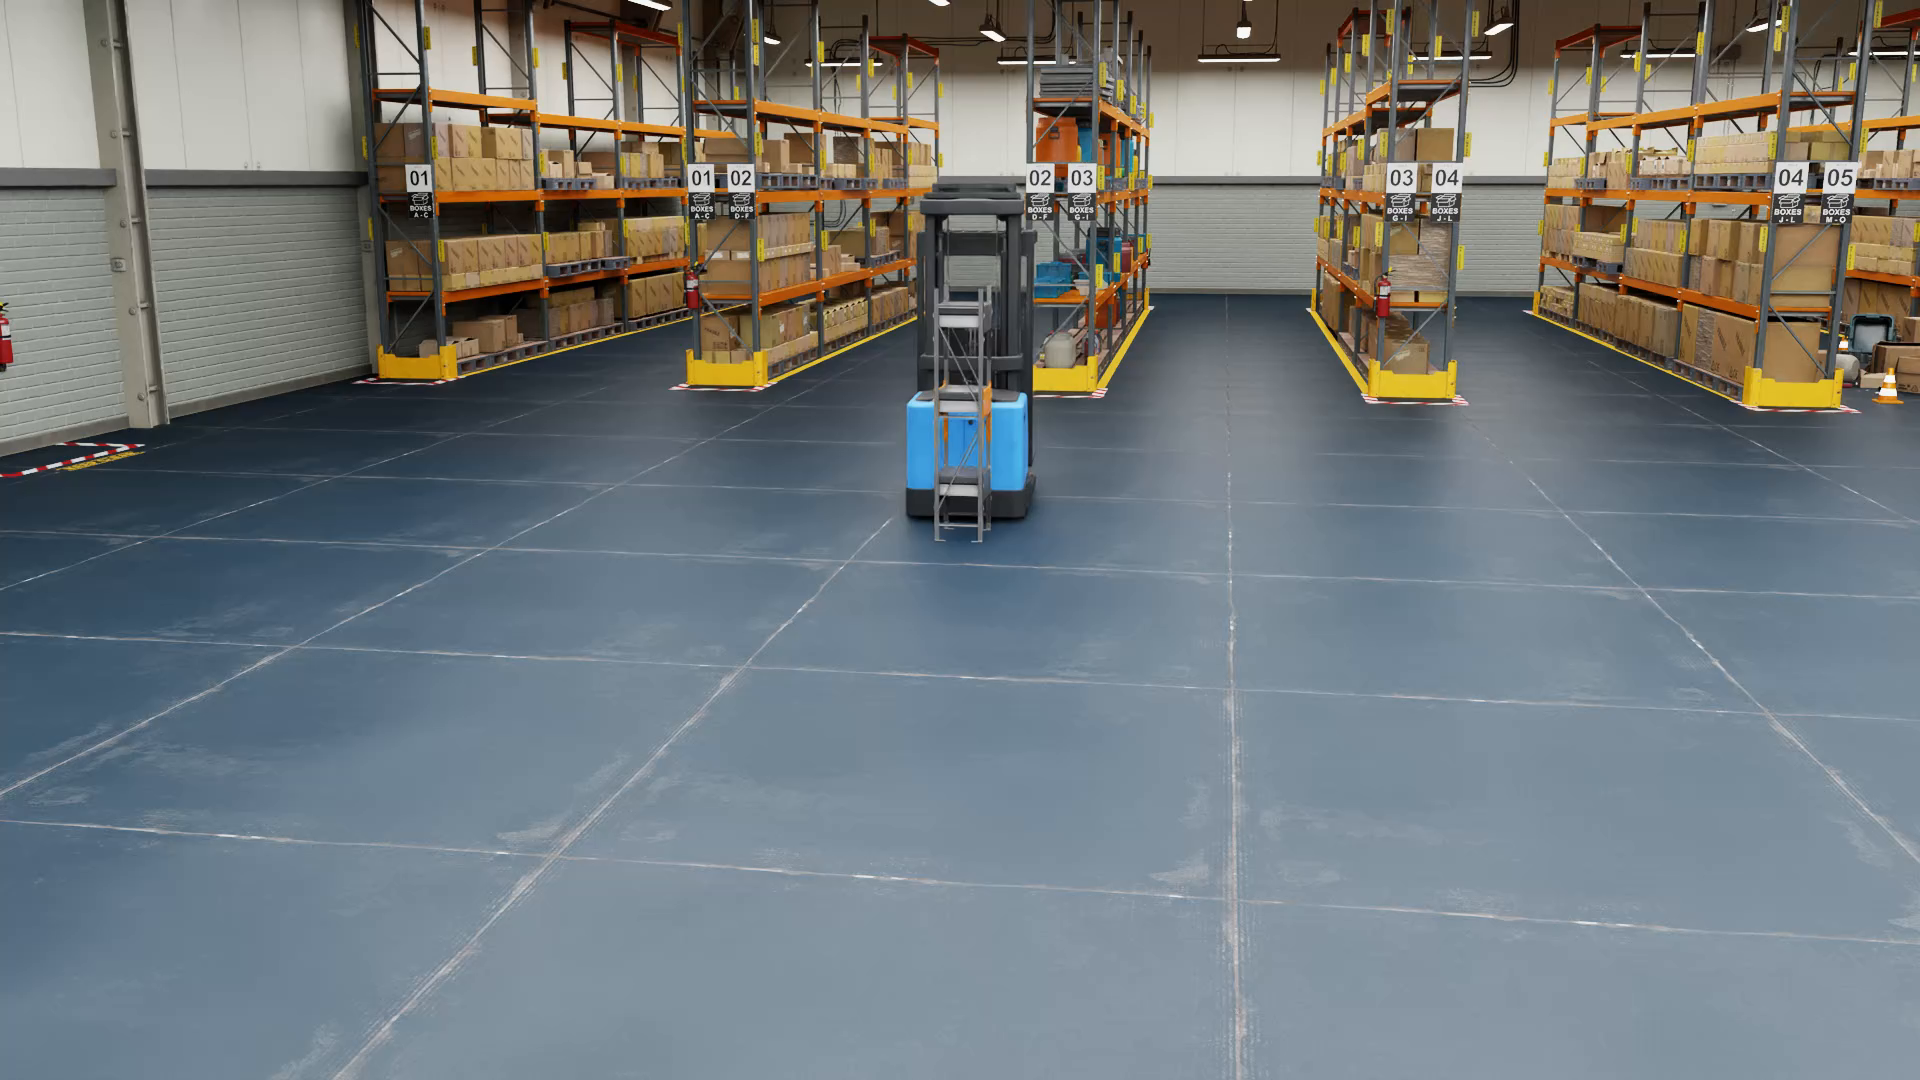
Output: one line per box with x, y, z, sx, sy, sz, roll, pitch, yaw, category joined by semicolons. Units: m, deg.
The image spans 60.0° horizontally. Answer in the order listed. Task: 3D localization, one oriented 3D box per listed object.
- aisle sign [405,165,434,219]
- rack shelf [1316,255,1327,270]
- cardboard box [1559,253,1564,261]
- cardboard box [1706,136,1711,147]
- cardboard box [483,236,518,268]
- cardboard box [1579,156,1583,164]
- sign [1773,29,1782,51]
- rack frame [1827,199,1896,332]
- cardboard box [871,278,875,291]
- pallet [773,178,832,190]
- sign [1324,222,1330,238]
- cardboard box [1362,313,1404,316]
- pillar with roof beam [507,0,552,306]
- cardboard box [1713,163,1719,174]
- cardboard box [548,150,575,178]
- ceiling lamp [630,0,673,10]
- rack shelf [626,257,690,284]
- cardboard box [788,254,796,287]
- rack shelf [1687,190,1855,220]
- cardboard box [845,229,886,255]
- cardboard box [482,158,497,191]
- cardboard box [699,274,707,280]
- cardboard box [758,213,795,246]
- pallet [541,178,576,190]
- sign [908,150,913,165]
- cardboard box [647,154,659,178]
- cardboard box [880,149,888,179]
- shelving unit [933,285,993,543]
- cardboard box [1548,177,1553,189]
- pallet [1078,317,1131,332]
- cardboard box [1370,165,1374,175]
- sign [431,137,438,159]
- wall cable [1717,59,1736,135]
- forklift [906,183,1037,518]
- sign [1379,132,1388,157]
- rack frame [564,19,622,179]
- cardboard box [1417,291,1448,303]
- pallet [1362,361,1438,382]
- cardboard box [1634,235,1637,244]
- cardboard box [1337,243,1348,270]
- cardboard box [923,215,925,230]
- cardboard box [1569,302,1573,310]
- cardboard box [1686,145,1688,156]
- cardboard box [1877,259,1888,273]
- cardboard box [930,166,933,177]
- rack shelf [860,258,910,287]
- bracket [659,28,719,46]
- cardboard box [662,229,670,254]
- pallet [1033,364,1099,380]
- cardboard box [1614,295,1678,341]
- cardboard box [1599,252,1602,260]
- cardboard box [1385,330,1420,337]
-8.070;-5.201;24.838;0.394;0.787;0.004;2;12;9;aisle sign
8.481;-6.036;36.591;1.077;0.370;4.000;2;12;9;rack shelf
13.040;-6.062;35.599;0.380;0.149;0.250;2;12;10;cardboard box
11.359;-5.942;24.793;0.380;0.149;0.250;2;12;8;cardboard box
-7.667;-4.774;27.554;0.500;0.500;0.500;2;12;7;cardboard box
12.867;-7.752;33.946;0.380;0.149;0.250;2;12;10;cardboard box
12.373;-7.568;25.158;0.100;0.325;0.005;2;12;9;sign
17.965;-5.651;33.094;1.000;3.000;0.127;2;12;9;rack frame
-2.084;-5.352;34.818;0.500;0.250;0.500;2;12;9;cardboard box
-2.722;-6.185;28.907;0.805;0.209;1.217;1;12;6;pallet
7.624;-6.451;34.566;0.100;0.325;0.005;2;12;9;sign
7.236;-3.642;28.661;0.700;0.500;0.500;1;12;4;cardboard box
-3.926;-8.171;30.549;9.100;9.000;0.548;2;12;9;pillar with roof beam
11.282;-5.446;24.385;0.380;0.149;0.250;2;12;8;cardboard box
-7.388;-6.876;30.427;0.500;0.500;0.500;1;12;7;cardboard box
-4.989;-10.455;27.291;0.800;3.185;2.000;2;12;9;ceiling lamp
-6.818;-5.685;34.961;1.077;0.370;4.000;2;12;9;rack shelf
-3.063;-4.370;26.914;0.700;0.500;0.500;2;12;9;cardboard box
11.520;-4.823;23.841;1.077;0.370;4.000;2;12;9;rack shelf
-1.915;-6.034;33.638;0.700;0.500;0.500;4;13;19;cardboard box
-7.802;-5.873;26.719;0.500;0.500;0.500;3;12;12;cardboard box
-5.981;-6.080;38.483;0.380;0.149;0.250;2;12;7;cardboard box
-3.061;-5.009;26.800;0.700;0.500;0.500;2;12;9;cardboard box
-7.540;-6.288;29.374;1.213;0.211;1.003;2;12;9;pallet
-1.066;-8.188;35.584;0.100;0.325;0.005;2;12;9;sign
-6.776;-7.886;35.064;0.700;0.500;0.500;2;12;8;cardboard box
-1.846;-7.821;34.571;0.600;0.600;0.600;2;12;8;cardboard box
0.025;-1.061;13.932;0.431;2.100;0.503;2;12;9;shelving unit
13.352;-7.931;36.908;0.500;0.250;0.500;2;12;11;cardboard box
2.934;-4.355;33.701;1.003;0.211;1.213;2;12;9;pallet
6.429;-5.618;25.232;0.380;0.149;0.250;2;12;8;cardboard box
-7.820;-5.831;24.737;0.100;0.325;0.005;2;12;9;sign
19.177;-10.609;41.862;0.463;3.000;0.029;2;12;9;wall cable
0.164;-1.884;15.777;1.130;2.935;3.031;1;12;5;forklift
5.782;-5.395;22.686;0.100;0.325;0.005;2;12;9;sign
-7.125;-8.553;32.322;1.000;3.000;0.127;2;12;9;rack frame
6.607;-3.403;23.258;0.380;0.149;0.250;2;12;9;cardboard box
6.689;-2.548;25.314;1.003;0.211;1.213;2;12;9;pallet
12.868;-5.639;31.227;0.380;0.149;0.250;2;12;11;cardboard box
7.471;-5.402;31.704;0.500;0.500;0.500;2;12;8;cardboard box
-1.028;-7.242;37.867;0.500;0.500;0.500;2;12;10;cardboard box
12.793;-4.823;34.317;0.380;0.149;0.250;2;12;10;cardboard box
12.453;-6.356;27.774;0.500;0.500;0.500;2;12;9;cardboard box
17.327;-5.070;30.753;0.500;0.250;0.500;2;12;8;cardboard box
-0.903;-8.544;38.570;0.500;0.250;0.500;2;12;9;cardboard box
-1.923;-5.526;34.220;1.077;0.370;4.000;2;12;9;rack shelf
-6.446;-11.931;39.449;0.076;0.066;4.783;2;12;9;bracket
-6.487;-6.342;35.312;0.500;0.500;0.500;2;12;9;cardboard box
1.529;-2.457;24.895;1.003;0.211;1.213;2;12;9;pallet
12.261;-3.939;29.495;1.050;0.750;0.750;2;12;8;cardboard box
12.186;-5.314;31.133;0.380;0.149;0.250;2;12;8;cardboard box
6.743;-2.957;25.529;0.500;0.500;0.500;1;12;4;cardboard box
